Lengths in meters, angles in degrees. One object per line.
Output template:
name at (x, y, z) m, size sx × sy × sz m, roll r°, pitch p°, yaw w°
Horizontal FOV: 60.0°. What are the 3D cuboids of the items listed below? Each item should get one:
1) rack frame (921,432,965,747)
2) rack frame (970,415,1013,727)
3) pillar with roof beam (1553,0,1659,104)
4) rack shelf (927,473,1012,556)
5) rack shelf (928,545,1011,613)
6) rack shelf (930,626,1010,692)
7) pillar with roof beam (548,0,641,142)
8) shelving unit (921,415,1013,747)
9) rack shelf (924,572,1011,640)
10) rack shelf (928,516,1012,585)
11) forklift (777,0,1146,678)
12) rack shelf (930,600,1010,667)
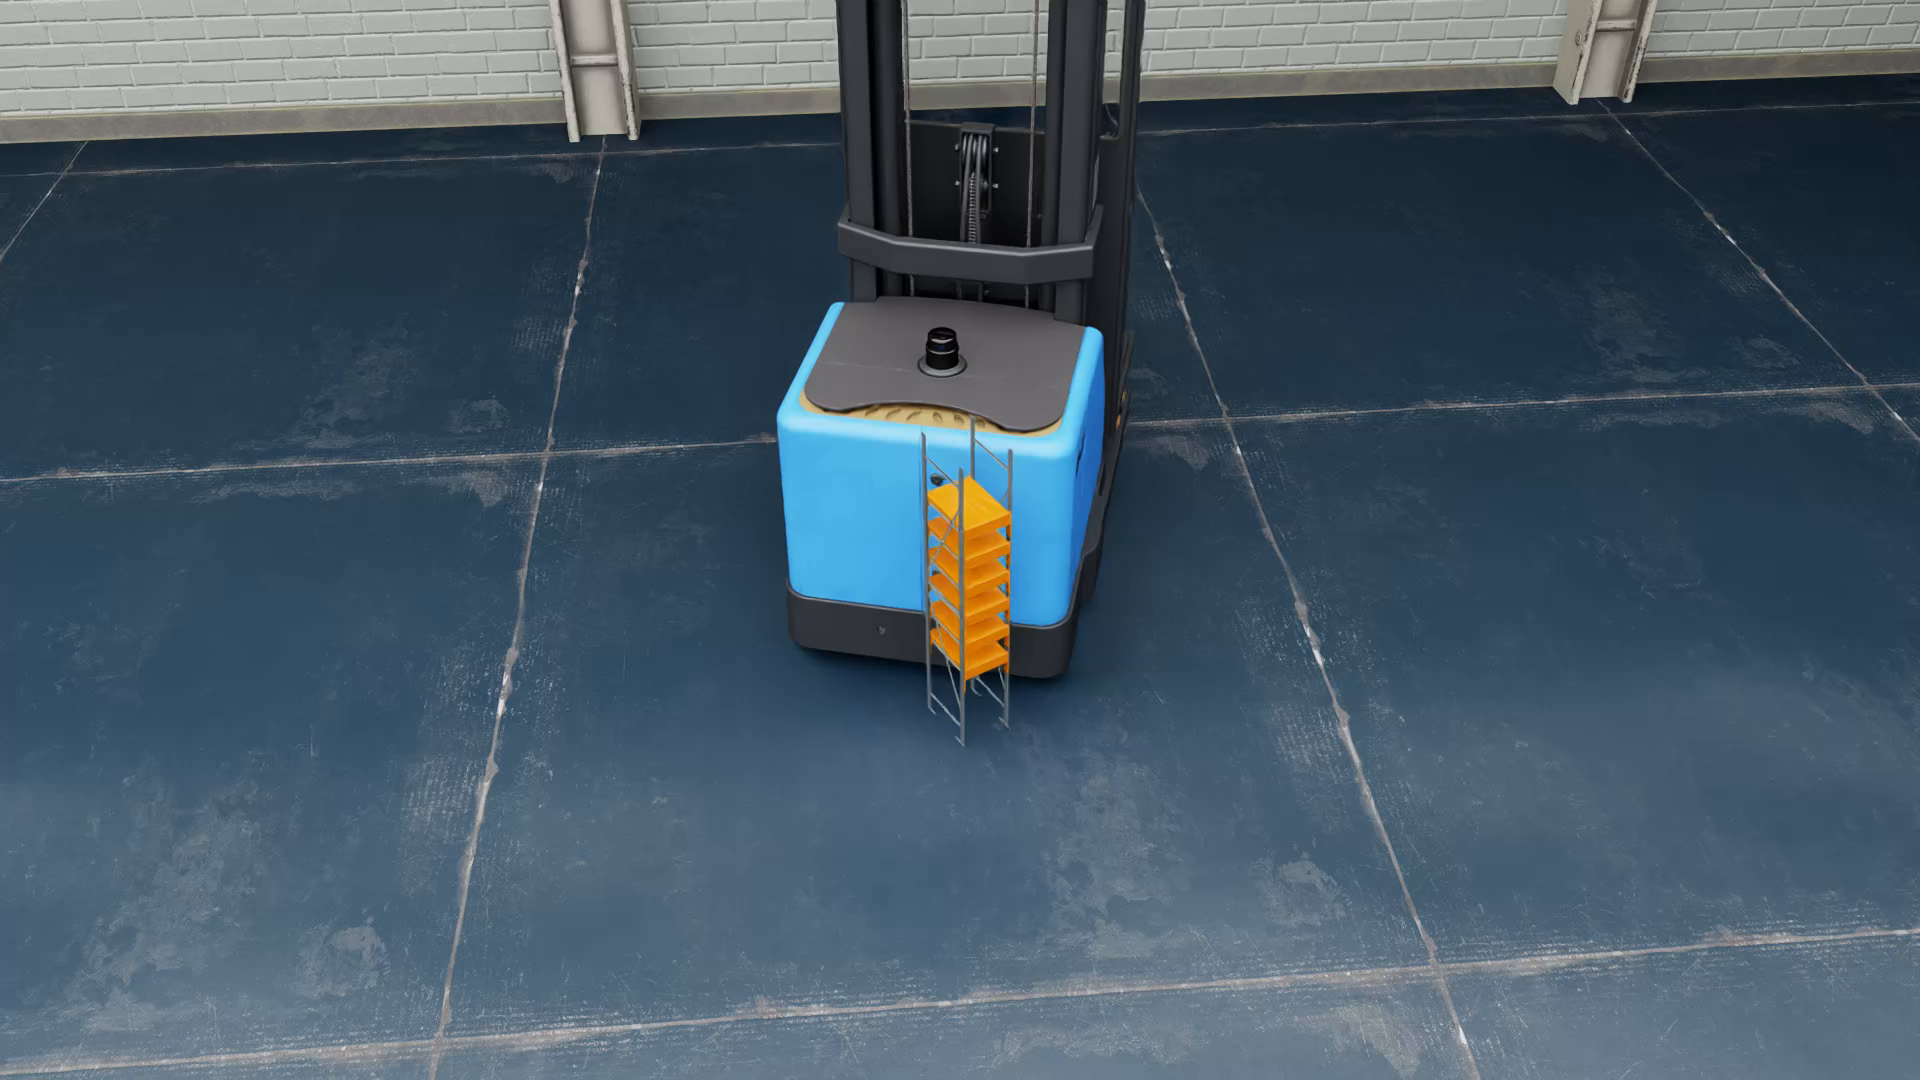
rack frame at (-0.053, 0.193, 5.536) m, size 0.006 × 1.200 × 0.240 m, roll -22°, pitch 43°, yaw -25°
rack frame at (0.101, 0.132, 5.613) m, size 0.006 × 1.200 × 0.240 m, roll -22°, pitch 43°, yaw -25°
pillar with roof beam at (4.267, -3.630, 4.086) m, size 0.400 × 9.000 × 9.100 m, roll -3°, pitch 38°, yaw -4°
rack shelf at (0.023, -0.085, 5.378) m, size 0.180 × 0.103 × 0.258 m, roll -22°, pitch 43°, yaw -25°
rack shelf at (0.024, 0.103, 5.528) m, size 0.180 × 0.103 × 0.258 m, roll -22°, pitch 43°, yaw -25°
rack shelf at (0.025, 0.385, 5.751) m, size 0.180 × 0.103 × 0.258 m, roll -22°, pitch 43°, yaw -25°
pillar with roof beam at (-1.709, -3.301, 3.669) m, size 0.400 × 9.000 × 9.100 m, roll -3°, pitch 38°, yaw -4°
shelving unit at (0.024, 0.163, 5.574) m, size 0.189 × 1.200 × 0.258 m, roll -22°, pitch 43°, yaw -25°
rack shelf at (0.024, 0.197, 5.602) m, size 0.180 × 0.103 × 0.258 m, roll -22°, pitch 43°, yaw -25°
rack shelf at (0.023, 0.009, 5.453) m, size 0.180 × 0.103 × 0.258 m, roll -22°, pitch 43°, yaw -25°
forklift at (0.152, -1.566, 6.368) m, size 1.130 × 2.935 × 3.031 m, roll 7°, pitch 39°, yaw 9°
rack shelf at (0.025, 0.291, 5.677) m, size 0.180 × 0.103 × 0.258 m, roll -22°, pitch 43°, yaw -25°
